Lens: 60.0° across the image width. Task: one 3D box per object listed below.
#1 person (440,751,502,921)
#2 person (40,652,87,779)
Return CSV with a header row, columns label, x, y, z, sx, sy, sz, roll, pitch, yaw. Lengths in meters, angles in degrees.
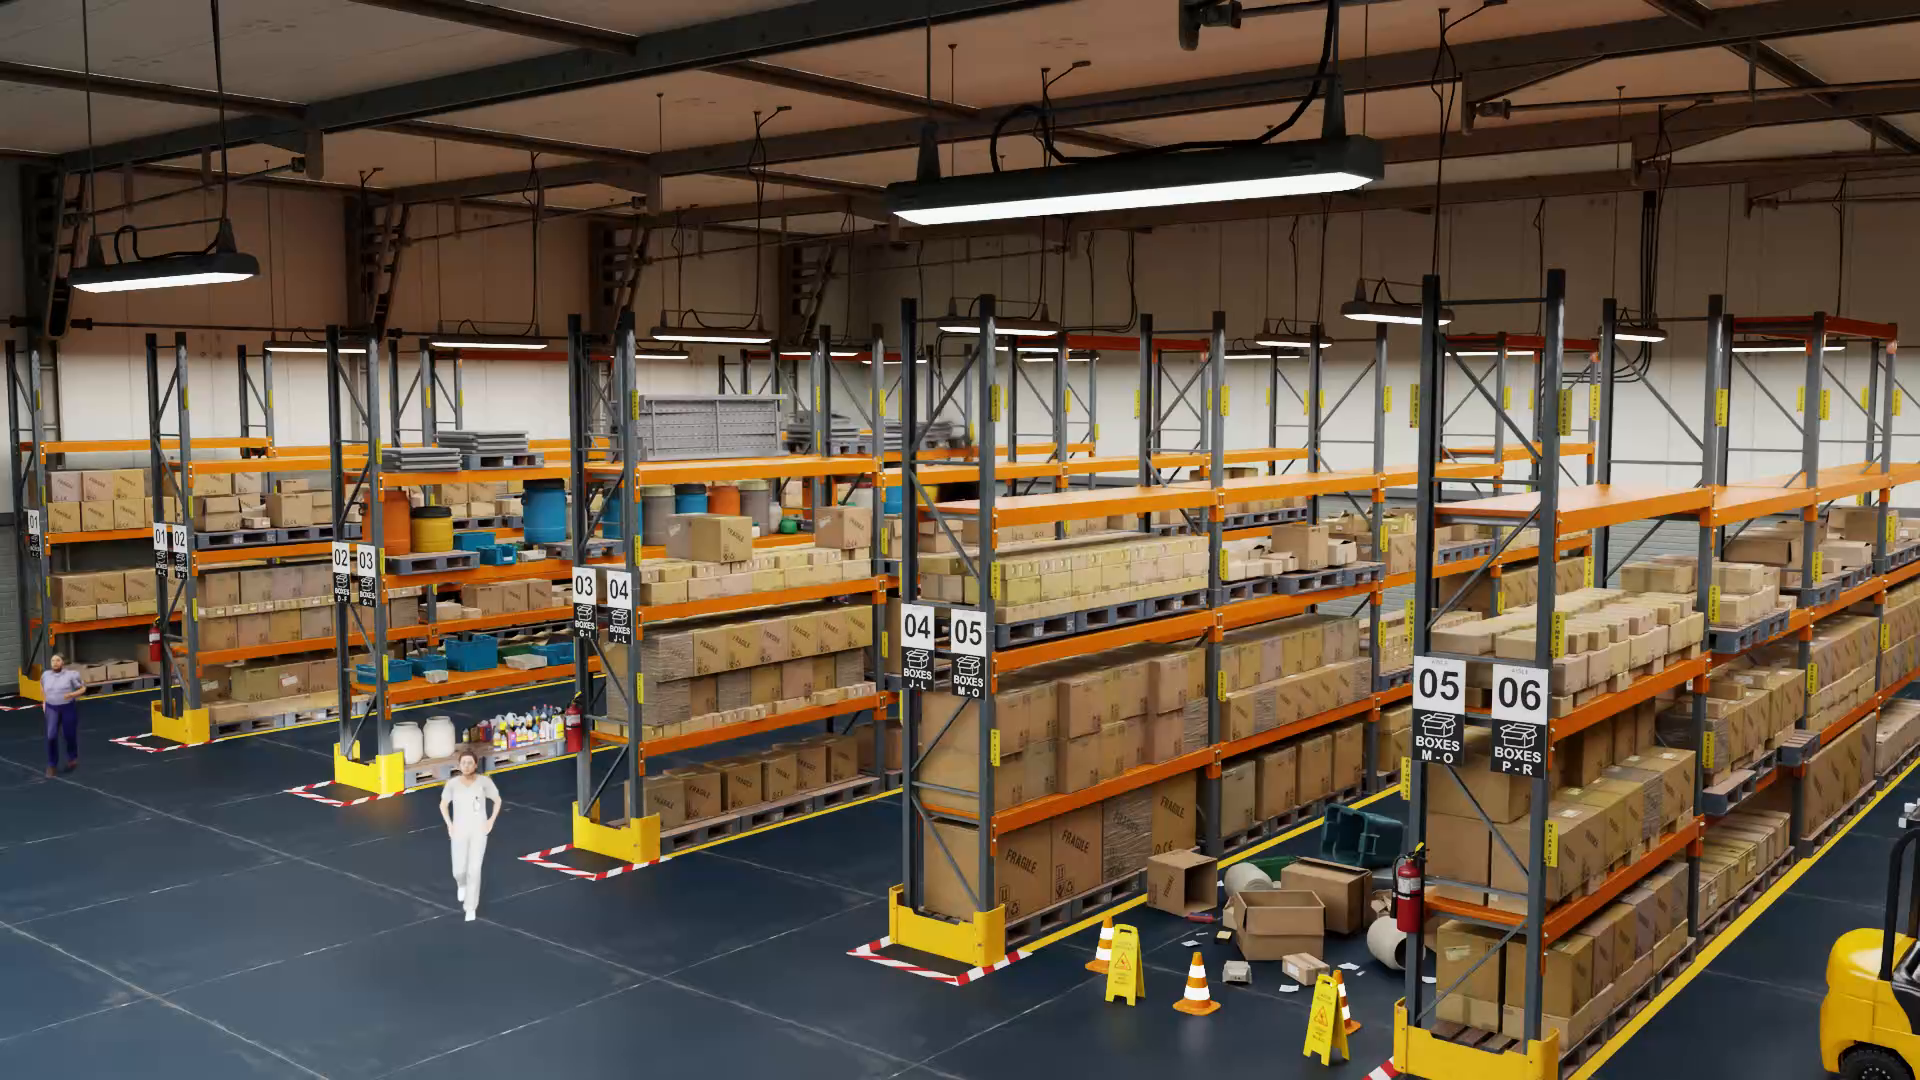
label,x,y,z,sx,sy,sz,roll,pitch,yaw
person,-4.826,2.878,16.438,0.586,1.646,0.616,-1,5,-13
person,-12.066,2.352,22.380,0.596,1.688,0.746,-2,5,-19
